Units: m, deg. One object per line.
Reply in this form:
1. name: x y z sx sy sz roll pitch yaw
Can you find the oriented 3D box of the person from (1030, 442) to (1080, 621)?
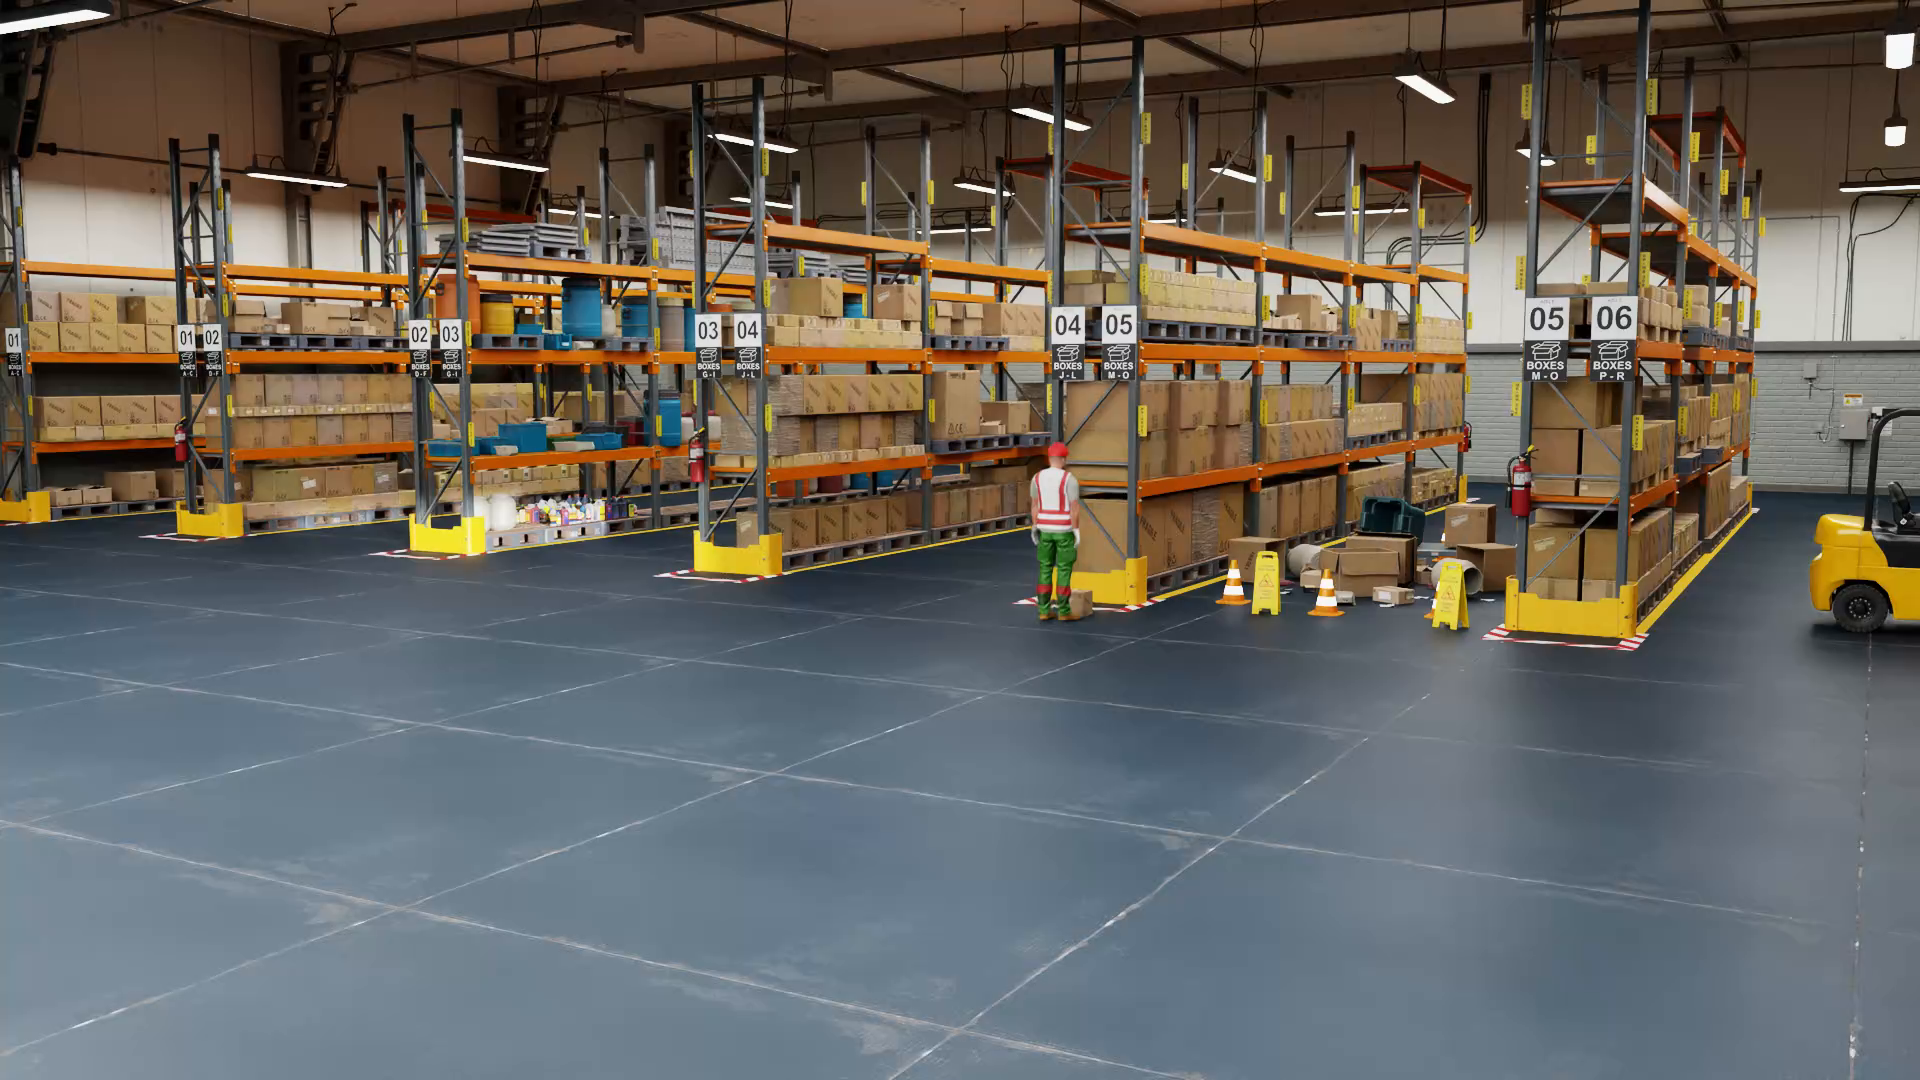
1. person: 0.975 -0.087 16.692 0.544 1.792 0.386 3 7 29
